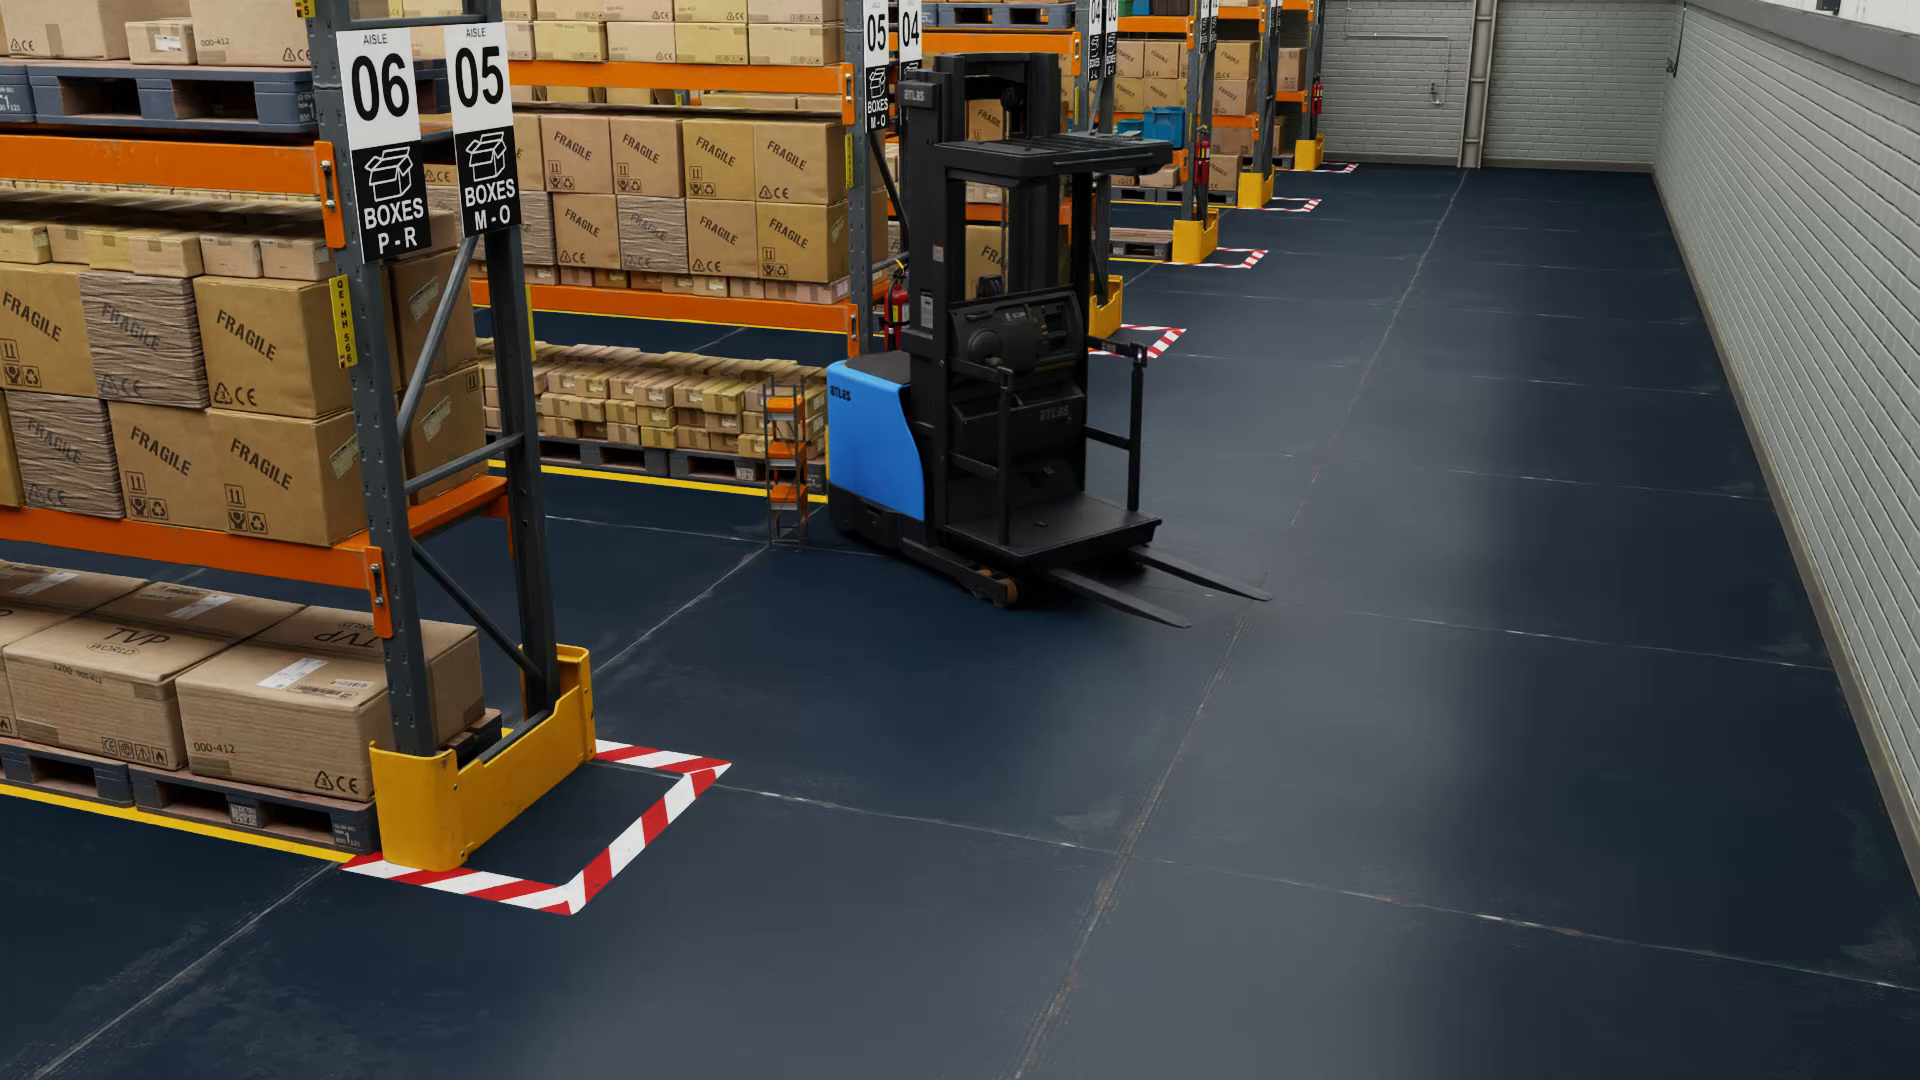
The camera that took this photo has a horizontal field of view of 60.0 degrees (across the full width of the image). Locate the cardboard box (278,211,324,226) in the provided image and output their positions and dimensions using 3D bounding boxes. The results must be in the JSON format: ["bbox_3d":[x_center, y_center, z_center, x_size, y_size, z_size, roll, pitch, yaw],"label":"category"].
[{"bbox_3d":[-2.535,-1.248,6.766,0.250,0.149,0.380,7,20,19],"label":"cardboard box"}]

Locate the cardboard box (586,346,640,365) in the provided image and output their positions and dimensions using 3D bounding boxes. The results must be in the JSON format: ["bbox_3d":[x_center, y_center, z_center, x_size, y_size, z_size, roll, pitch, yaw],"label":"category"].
[{"bbox_3d":[-2.591,-1.331,12.451,0.250,0.149,0.380,6,20,16],"label":"cardboard box"}]

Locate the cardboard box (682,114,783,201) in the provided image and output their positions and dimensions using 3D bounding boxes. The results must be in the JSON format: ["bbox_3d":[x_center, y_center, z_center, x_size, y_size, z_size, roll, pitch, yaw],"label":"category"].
[{"bbox_3d":[-1.483,-2.528,10.973,0.500,0.500,0.500,6,20,16],"label":"cardboard box"}]

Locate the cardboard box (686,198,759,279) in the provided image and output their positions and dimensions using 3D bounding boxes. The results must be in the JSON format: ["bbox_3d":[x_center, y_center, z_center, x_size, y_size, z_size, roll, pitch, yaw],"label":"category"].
[{"bbox_3d":[-1.484,-2.055,11.134,0.500,0.500,0.500,6,20,17],"label":"cardboard box"}]

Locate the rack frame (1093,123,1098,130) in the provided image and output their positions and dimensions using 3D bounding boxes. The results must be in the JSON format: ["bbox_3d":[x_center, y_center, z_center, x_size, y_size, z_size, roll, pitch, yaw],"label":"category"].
[{"bbox_3d":[2.331,-8.425,30.013,0.127,3.000,1.000,7,20,18],"label":"rack frame"}]

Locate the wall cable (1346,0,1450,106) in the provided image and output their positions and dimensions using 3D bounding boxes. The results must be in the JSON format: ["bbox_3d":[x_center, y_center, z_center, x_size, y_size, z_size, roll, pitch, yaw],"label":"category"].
[{"bbox_3d":[7.629,-8.629,29.053,1.851,1.984,0.084,7,20,18],"label":"wall cable"}]

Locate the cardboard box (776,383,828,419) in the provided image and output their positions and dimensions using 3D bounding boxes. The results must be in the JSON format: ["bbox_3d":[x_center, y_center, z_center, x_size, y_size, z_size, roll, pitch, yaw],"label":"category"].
[{"bbox_3d":[-1.074,-0.953,11.366,0.250,0.149,0.380,7,20,19],"label":"cardboard box"}]

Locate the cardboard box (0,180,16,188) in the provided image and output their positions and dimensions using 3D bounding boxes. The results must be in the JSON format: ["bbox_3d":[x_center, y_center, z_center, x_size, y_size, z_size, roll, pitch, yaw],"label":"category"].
[{"bbox_3d":[-7.400,-2.783,13.117,0.250,0.149,0.380,8,21,21],"label":"cardboard box"}]

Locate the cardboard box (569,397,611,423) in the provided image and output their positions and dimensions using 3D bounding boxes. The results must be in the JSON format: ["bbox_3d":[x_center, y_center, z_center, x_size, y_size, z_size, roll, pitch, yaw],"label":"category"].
[{"bbox_3d":[-2.573,-0.965,11.851,0.250,0.149,0.380,7,20,19],"label":"cardboard box"}]

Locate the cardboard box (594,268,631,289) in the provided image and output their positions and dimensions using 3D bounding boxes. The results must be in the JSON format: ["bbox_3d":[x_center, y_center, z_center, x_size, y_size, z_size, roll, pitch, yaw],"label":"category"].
[{"bbox_3d":[-2.335,-1.861,11.561,0.250,0.149,0.380,7,20,19],"label":"cardboard box"}]

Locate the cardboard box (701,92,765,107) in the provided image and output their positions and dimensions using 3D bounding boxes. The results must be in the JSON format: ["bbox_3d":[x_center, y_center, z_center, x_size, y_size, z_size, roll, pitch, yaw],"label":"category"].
[{"bbox_3d":[-2.177,-4.098,16.234,0.500,0.500,0.500,7,20,18],"label":"cardboard box"}]

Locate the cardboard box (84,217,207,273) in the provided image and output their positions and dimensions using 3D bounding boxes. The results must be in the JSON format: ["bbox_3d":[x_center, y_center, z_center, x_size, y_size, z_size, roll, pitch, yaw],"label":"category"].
[{"bbox_3d":[-3.168,-1.156,6.501,0.250,0.149,0.380,7,20,19],"label":"cardboard box"}]

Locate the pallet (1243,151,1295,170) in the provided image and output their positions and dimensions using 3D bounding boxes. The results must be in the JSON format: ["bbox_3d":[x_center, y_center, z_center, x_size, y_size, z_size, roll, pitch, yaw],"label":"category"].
[{"bbox_3d":[5.328,-6.739,29.411,1.213,0.211,1.003,7,20,18],"label":"pallet"}]

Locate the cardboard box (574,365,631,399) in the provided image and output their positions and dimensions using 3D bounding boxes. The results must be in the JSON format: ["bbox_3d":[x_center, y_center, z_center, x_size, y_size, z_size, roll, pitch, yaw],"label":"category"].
[{"bbox_3d":[-2.544,-1.128,11.869,0.250,0.149,0.380,7,20,18],"label":"cardboard box"}]

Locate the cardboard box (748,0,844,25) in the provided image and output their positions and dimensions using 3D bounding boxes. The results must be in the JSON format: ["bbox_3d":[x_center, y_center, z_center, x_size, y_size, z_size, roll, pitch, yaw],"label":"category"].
[{"bbox_3d":[-1.009,-3.394,10.490,0.500,0.250,0.500,6,20,16],"label":"cardboard box"}]

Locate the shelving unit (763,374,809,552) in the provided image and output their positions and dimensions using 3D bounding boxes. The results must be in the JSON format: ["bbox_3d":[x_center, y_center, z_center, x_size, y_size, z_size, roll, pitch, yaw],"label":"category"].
[{"bbox_3d":[-1.059,-0.466,10.142,0.215,1.050,0.252,2,19,5],"label":"shelving unit"}]

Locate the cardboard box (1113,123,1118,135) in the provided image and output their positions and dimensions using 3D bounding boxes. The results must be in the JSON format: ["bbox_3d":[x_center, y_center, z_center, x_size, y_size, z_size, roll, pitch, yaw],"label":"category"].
[{"bbox_3d":[3.004,-7.331,30.032,0.500,0.500,0.700,7,20,19],"label":"cardboard box"}]

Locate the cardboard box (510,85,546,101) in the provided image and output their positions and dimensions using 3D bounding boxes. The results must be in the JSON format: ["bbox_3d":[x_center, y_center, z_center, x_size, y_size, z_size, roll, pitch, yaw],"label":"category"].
[{"bbox_3d":[-4.388,-4.532,17.169,0.637,0.503,0.797,7,20,20],"label":"cardboard box"}]

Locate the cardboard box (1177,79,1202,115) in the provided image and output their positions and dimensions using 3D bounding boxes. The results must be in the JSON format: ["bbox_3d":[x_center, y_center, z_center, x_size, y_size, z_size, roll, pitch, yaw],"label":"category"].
[{"bbox_3d":[3.484,-6.519,24.391,0.500,0.500,0.500,7,20,19],"label":"cardboard box"}]

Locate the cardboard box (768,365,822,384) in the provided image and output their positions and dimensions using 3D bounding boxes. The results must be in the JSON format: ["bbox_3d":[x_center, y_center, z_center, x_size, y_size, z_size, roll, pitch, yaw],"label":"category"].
[{"bbox_3d":[-1.174,-1.129,11.872,0.250,0.149,0.380,7,20,19],"label":"cardboard box"}]

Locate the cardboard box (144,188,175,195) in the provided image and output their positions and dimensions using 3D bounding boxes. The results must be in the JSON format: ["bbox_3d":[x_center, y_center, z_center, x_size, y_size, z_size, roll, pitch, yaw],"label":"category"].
[{"bbox_3d":[-5.956,-2.617,12.641,0.250,0.149,0.380,7,20,18],"label":"cardboard box"}]

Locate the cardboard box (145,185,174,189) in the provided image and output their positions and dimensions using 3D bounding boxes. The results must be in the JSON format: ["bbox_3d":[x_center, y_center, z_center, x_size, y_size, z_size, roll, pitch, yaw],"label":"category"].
[{"bbox_3d":[-5.943,-2.758,12.595,0.250,0.149,0.380,6,20,16],"label":"cardboard box"}]

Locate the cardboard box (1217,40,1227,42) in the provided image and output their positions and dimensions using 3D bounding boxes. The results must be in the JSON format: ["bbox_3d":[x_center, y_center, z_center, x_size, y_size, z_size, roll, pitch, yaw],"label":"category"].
[{"bbox_3d":[3.658,-7.156,24.701,0.500,0.500,0.500,7,20,19],"label":"cardboard box"}]

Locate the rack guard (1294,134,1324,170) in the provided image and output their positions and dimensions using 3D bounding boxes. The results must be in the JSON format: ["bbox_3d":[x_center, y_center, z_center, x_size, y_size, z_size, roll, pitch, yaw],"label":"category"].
[{"bbox_3d":[6.132,-6.810,29.178,0.348,0.500,1.175,7,20,18],"label":"rack guard"}]

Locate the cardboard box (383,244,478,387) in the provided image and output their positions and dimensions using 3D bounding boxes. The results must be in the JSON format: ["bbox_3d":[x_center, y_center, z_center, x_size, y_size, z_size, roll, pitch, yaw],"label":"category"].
[{"bbox_3d":[-2.379,-0.952,6.901,0.500,0.500,0.500,6,20,17],"label":"cardboard box"}]

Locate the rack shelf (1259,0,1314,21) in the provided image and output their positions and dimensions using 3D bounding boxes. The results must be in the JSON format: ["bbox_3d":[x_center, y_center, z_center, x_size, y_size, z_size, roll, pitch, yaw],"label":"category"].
[{"bbox_3d":[4.220,-9.286,29.018,4.000,0.370,1.077,7,20,18],"label":"rack shelf"}]

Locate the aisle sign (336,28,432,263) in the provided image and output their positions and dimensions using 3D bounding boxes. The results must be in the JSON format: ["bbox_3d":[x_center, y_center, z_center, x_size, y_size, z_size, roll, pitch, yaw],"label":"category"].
[{"bbox_3d":[-2.053,-1.415,5.952,0.004,0.787,0.394,7,20,18],"label":"aisle sign"}]

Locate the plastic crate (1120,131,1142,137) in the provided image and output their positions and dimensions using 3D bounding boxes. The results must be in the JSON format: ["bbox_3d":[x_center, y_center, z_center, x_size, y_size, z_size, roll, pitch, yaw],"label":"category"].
[{"bbox_3d":[2.028,-4.849,20.061,0.243,0.136,0.396,7,20,18],"label":"plastic crate"}]

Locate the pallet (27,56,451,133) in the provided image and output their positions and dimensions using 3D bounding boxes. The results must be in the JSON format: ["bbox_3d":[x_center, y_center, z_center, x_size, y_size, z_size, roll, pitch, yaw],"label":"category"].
[{"bbox_3d":[-2.724,-1.743,6.421,1.213,0.211,1.003,7,20,18],"label":"pallet"}]

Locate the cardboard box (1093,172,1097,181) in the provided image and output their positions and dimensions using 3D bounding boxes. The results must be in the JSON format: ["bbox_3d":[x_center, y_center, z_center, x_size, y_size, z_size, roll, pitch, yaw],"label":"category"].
[{"bbox_3d":[2.049,-5.769,25.808,0.500,0.311,0.500,7,20,18],"label":"cardboard box"}]

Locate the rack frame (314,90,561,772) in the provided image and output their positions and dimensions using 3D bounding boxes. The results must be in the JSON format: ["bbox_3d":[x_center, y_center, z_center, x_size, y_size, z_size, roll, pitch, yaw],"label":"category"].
[{"bbox_3d":[-2.019,-0.292,6.679,0.127,3.000,1.000,7,20,18],"label":"rack frame"}]

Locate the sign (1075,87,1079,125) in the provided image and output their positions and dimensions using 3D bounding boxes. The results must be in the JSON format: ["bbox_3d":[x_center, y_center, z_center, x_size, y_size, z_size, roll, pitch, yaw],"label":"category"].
[{"bbox_3d":[1.042,-3.864,14.809,0.005,0.325,0.100,7,20,18],"label":"sign"}]

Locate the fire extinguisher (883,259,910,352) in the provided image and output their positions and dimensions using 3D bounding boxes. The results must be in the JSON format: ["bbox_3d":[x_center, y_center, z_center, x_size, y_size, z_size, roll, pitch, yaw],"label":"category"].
[{"bbox_3d":[-0.404,-1.458,10.710,0.183,0.674,0.296,7,20,18],"label":"fire extinguisher"}]

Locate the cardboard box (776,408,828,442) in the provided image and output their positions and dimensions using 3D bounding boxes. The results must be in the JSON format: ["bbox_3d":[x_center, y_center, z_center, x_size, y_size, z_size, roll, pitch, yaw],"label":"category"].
[{"bbox_3d":[-1.083,-0.803,11.386,0.250,0.149,0.380,6,20,17],"label":"cardboard box"}]

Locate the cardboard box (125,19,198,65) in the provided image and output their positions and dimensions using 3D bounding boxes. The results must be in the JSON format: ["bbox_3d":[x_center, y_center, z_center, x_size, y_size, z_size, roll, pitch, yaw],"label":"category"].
[{"bbox_3d":[-2.896,-1.876,6.259,0.250,0.149,0.380,5,20,14],"label":"cardboard box"}]

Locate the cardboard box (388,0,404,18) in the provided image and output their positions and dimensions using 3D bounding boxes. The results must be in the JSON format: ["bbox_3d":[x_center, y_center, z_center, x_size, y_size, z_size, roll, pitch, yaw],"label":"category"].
[{"bbox_3d":[-3.893,-3.729,11.451,0.500,0.250,0.500,7,20,20],"label":"cardboard box"}]

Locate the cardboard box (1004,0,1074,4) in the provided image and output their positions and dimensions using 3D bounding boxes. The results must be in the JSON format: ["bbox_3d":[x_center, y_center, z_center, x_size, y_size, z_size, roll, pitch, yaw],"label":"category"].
[{"bbox_3d":[0.724,-5.122,15.036,0.500,0.500,0.700,5,20,15],"label":"cardboard box"}]

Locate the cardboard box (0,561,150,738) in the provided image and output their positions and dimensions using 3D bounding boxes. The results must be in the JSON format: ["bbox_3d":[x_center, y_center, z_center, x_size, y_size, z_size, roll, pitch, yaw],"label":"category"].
[{"bbox_3d":[-4.394,0.485,7.704,0.875,0.438,0.875,6,20,16],"label":"cardboard box"}]

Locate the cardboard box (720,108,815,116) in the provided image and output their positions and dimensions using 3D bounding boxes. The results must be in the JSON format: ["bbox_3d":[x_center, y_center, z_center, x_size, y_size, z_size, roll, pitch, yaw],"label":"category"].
[{"bbox_3d":[-1.306,-2.685,11.422,0.500,0.500,0.500,7,20,20],"label":"cardboard box"}]

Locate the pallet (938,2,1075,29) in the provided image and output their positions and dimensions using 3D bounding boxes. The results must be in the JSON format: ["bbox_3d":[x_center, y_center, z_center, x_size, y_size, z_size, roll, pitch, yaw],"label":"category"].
[{"bbox_3d":[0.529,-4.824,15.260,1.213,0.211,1.003,7,20,18],"label":"pallet"}]

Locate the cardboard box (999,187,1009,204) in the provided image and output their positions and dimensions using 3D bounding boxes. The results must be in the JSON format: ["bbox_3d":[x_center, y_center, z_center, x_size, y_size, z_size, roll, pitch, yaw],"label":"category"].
[{"bbox_3d":[0.542,-3.218,15.456,0.250,0.149,0.380,7,20,19],"label":"cardboard box"}]

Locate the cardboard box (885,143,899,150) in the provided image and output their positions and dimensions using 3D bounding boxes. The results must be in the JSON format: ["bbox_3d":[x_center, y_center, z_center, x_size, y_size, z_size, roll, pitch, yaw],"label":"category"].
[{"bbox_3d":[-0.593,-3.743,16.355,0.500,0.250,0.500,6,20,17],"label":"cardboard box"}]

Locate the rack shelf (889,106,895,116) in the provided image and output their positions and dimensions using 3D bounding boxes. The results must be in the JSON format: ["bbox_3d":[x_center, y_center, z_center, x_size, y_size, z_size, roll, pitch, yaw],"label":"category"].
[{"bbox_3d":[-1.180,-6.761,26.332,4.000,0.370,1.077,7,20,18],"label":"rack shelf"}]

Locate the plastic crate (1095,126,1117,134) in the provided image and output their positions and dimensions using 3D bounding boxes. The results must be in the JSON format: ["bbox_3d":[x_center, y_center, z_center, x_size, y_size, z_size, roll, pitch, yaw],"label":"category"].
[{"bbox_3d":[1.816,-5.079,20.724,0.298,0.136,0.250,7,20,18],"label":"plastic crate"}]

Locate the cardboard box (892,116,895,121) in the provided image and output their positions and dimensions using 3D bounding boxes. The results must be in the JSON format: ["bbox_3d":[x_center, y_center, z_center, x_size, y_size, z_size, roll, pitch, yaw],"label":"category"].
[{"bbox_3d":[-0.796,-7.920,31.192,0.750,0.750,0.750,6,20,17],"label":"cardboard box"}]

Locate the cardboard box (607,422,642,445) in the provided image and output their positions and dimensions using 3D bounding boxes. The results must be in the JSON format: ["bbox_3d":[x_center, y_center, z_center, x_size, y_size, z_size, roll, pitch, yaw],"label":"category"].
[{"bbox_3d":[-2.304,-0.804,11.842,0.250,0.149,0.380,7,20,19],"label":"cardboard box"}]

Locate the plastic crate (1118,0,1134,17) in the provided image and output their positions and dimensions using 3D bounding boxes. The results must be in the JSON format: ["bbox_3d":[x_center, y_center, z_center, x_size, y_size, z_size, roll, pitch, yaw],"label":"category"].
[{"bbox_3d":[1.833,-6.247,19.529,0.336,0.188,0.450,7,20,18],"label":"plastic crate"}]

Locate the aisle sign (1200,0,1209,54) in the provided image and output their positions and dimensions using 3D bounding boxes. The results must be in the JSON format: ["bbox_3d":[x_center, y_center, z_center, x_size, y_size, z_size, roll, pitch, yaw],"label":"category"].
[{"bbox_3d":[2.830,-6.042,19.225,0.004,0.787,0.394,7,20,18],"label":"aisle sign"}]

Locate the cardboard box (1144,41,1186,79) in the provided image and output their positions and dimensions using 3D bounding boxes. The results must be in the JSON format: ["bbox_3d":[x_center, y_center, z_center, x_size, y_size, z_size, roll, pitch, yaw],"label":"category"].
[{"bbox_3d":[3.008,-7.043,24.378,0.500,0.500,0.500,7,20,20],"label":"cardboard box"}]

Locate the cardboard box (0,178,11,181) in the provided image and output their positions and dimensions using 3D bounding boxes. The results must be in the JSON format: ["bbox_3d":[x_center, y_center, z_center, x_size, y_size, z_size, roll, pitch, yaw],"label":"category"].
[{"bbox_3d":[-7.420,-2.928,13.082,0.250,0.149,0.380,6,20,17],"label":"cardboard box"}]

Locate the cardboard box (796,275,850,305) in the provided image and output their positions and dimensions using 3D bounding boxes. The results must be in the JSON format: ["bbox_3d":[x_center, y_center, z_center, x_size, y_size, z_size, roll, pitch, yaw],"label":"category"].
[{"bbox_3d":[-0.891,-1.670,11.016,0.250,0.149,0.380,7,20,18],"label":"cardboard box"}]

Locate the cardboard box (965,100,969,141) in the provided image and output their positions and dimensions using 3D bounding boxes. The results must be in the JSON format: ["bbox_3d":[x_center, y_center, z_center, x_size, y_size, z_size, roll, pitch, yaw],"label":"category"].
[{"bbox_3d":[-0.096,-4.041,16.071,0.500,0.500,0.500,6,20,17],"label":"cardboard box"}]

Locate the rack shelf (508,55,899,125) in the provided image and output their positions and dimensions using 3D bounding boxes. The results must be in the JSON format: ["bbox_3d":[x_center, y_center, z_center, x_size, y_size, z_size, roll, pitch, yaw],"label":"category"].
[{"bbox_3d":[-2.380,-3.135,11.370,4.000,0.370,1.077,7,20,18],"label":"rack shelf"}]

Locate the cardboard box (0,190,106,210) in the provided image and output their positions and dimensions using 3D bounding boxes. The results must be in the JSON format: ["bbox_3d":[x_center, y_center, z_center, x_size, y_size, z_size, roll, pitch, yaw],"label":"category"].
[{"bbox_3d":[-3.978,-1.436,7.304,0.250,0.149,0.380,7,20,18],"label":"cardboard box"}]

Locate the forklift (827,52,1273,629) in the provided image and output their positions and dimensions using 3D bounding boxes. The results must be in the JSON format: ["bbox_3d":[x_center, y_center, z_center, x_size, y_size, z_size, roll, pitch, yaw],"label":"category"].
[{"bbox_3d":[0.466,-1.187,9.353,1.130,2.935,3.031,-15,24,-36],"label":"forklift"}]

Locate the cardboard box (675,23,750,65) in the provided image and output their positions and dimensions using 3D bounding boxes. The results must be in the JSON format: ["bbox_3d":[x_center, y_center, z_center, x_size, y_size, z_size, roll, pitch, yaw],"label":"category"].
[{"bbox_3d":[-1.491,-3.207,10.713,0.500,0.250,0.500,7,20,18],"label":"cardboard box"}]
